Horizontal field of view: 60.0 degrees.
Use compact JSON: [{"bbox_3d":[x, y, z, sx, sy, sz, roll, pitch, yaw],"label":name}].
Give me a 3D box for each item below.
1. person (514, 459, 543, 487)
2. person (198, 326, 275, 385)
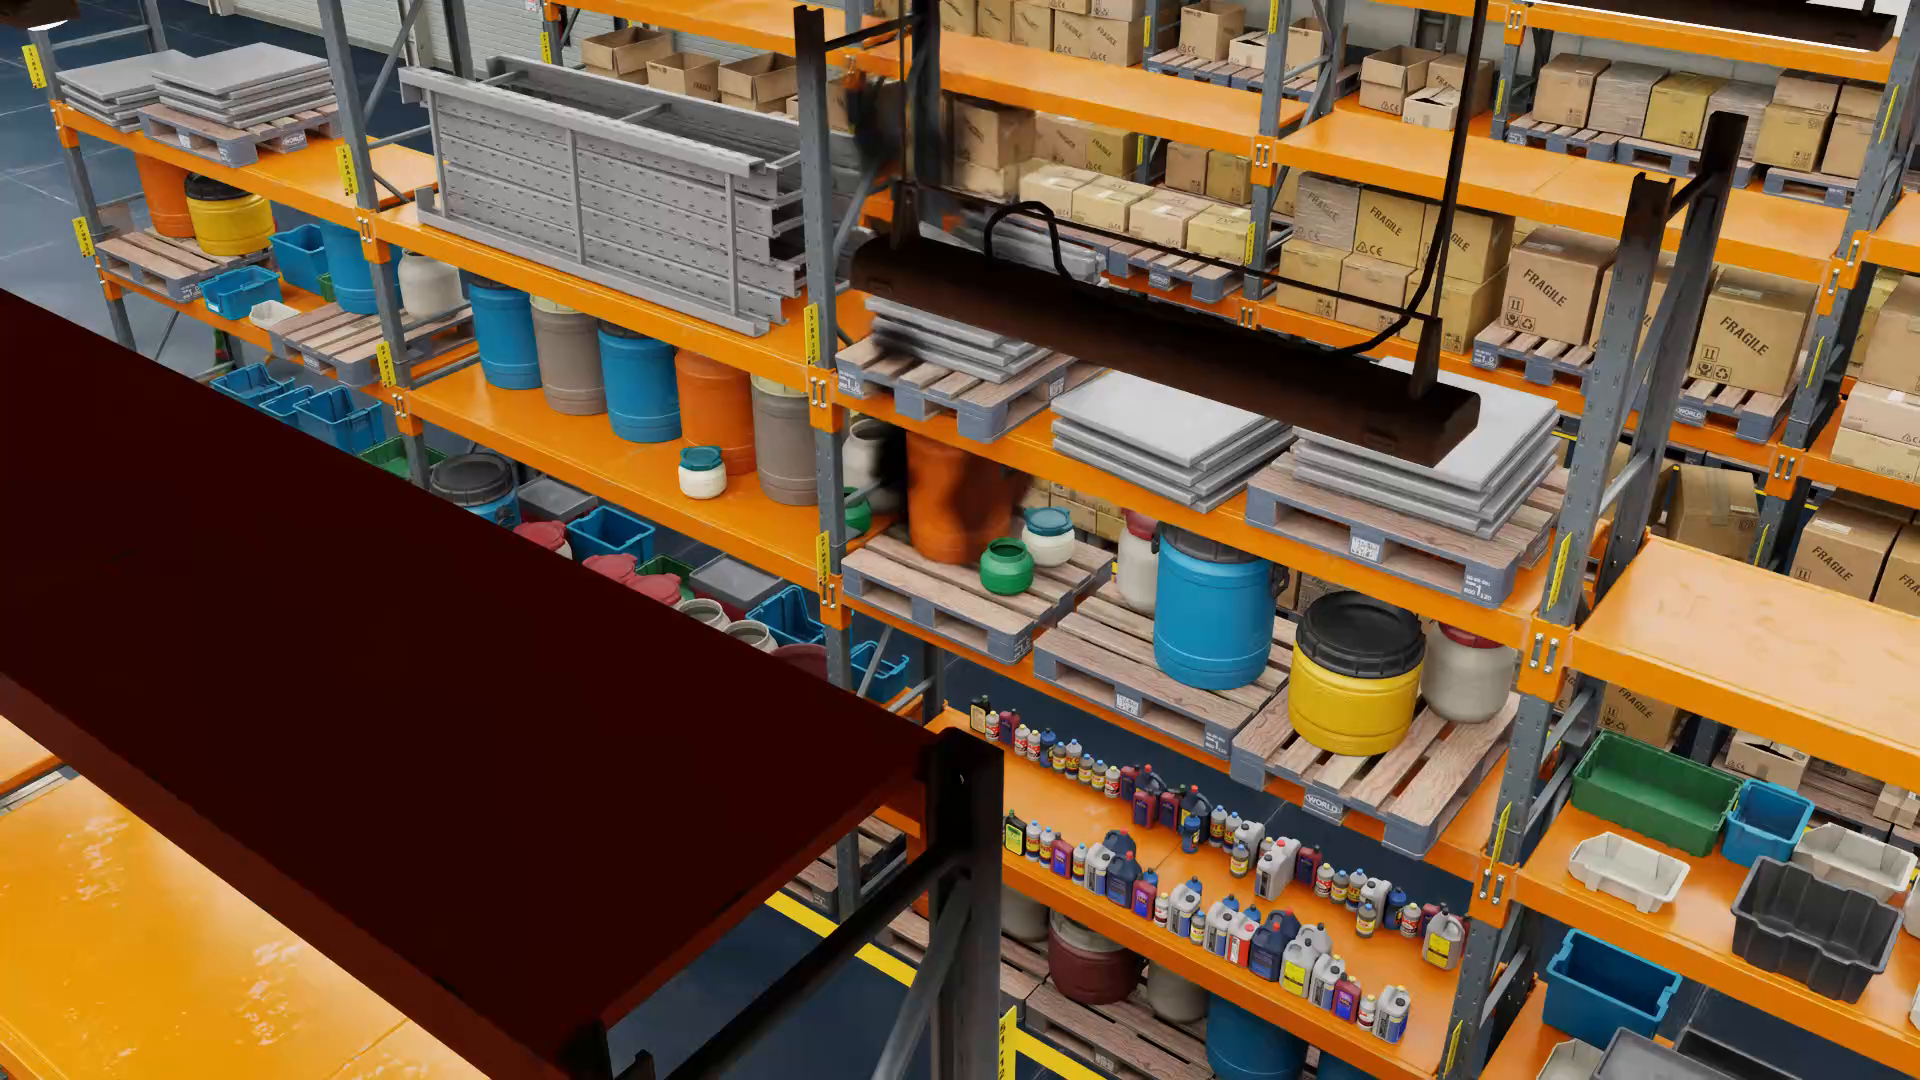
[{"bbox_3d":[-3.802,-0.814,14.993,0.655,1.704,0.670,15,35,23],"label":"person"},{"bbox_3d":[-7.835,-2.591,17.720,0.962,1.781,0.650,-17,35,-26],"label":"person"}]
